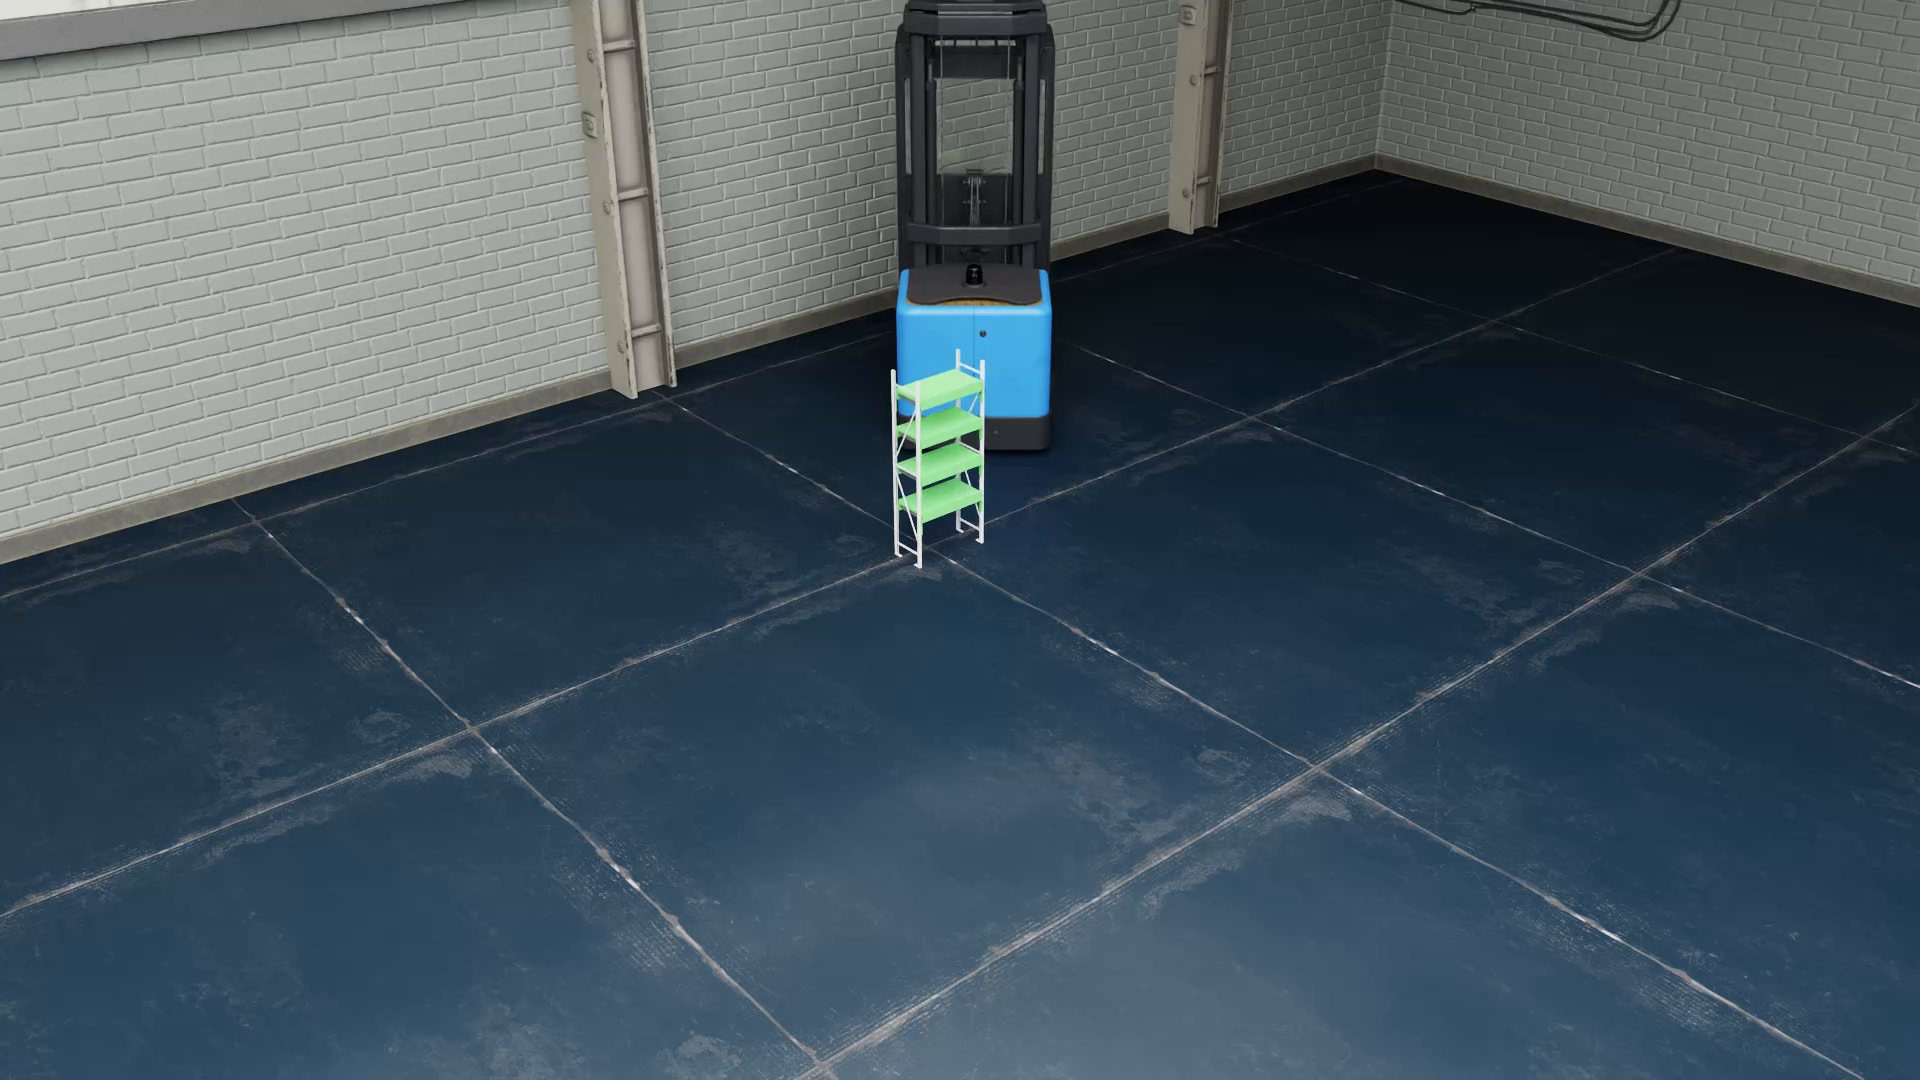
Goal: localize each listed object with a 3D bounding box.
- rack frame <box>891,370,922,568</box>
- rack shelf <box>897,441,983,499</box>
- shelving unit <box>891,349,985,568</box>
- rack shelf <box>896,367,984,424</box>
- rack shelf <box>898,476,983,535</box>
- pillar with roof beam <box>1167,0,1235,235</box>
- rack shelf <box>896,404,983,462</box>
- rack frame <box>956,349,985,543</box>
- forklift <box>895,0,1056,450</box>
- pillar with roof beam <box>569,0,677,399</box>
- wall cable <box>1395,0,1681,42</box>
[{"bbox_3d":[-0.312,-0.404,9.733,0.015,1.200,0.240,-22,35,-35],"label":"rack frame"},{"bbox_3d":[-0.126,-0.422,9.903,0.480,0.148,0.258,-22,35,-35],"label":"rack shelf"},{"bbox_3d":[-0.126,-0.479,9.872,0.503,1.200,0.258,-22,35,-35],"label":"shelving unit"},{"bbox_3d":[-0.126,-0.846,9.676,0.480,0.148,0.258,-22,35,-35],"label":"rack shelf"},{"bbox_3d":[-0.126,-0.211,10.016,0.480,0.148,0.258,-22,35,-35],"label":"rack shelf"},{"bbox_3d":[5.003,-5.408,10.822,0.400,9.000,9.100,-22,35,-35],"label":"pillar with roof beam"},{"bbox_3d":[-0.126,-0.634,9.789,0.480,0.148,0.258,-22,35,-35],"label":"rack shelf"},{"bbox_3d":[0.060,-0.553,10.012,0.015,1.200,0.240,-22,35,-35],"label":"rack frame"},{"bbox_3d":[0.103,-2.551,11.914,1.130,2.935,3.031,0,28,0],"label":"forklift"},{"bbox_3d":[0.438,-3.573,7.388,0.400,9.000,9.100,-22,35,-35],"label":"pillar with roof beam"},{"bbox_3d":[5.308,-6.009,15.242,0.112,2.526,3.097,-22,35,-35],"label":"wall cable"}]
